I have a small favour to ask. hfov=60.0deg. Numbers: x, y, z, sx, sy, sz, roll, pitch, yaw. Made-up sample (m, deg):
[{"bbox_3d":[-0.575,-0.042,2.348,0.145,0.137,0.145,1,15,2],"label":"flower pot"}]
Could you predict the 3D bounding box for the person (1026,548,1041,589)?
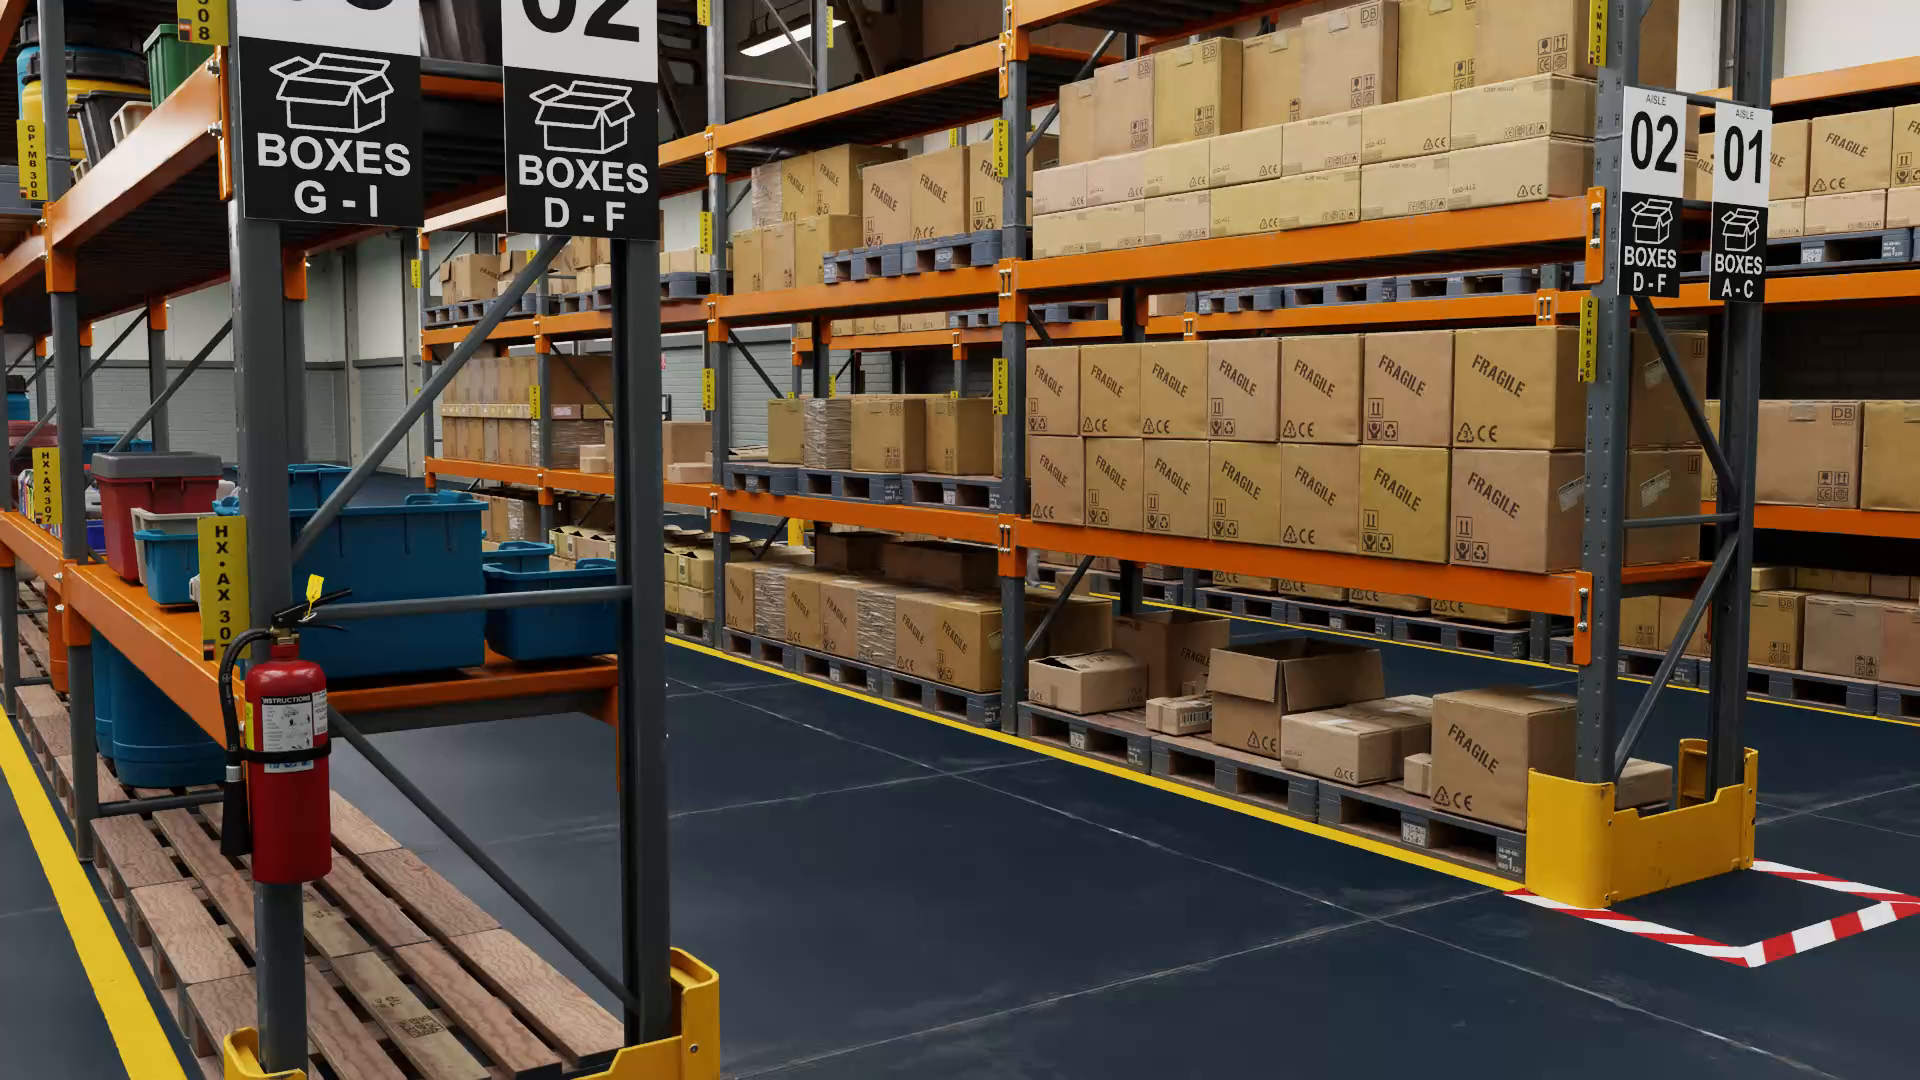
[{"bbox_3d":[0.699,-0.215,16.783,0.318,1.603,0.409,-4,6,-41],"label":"person"}]
